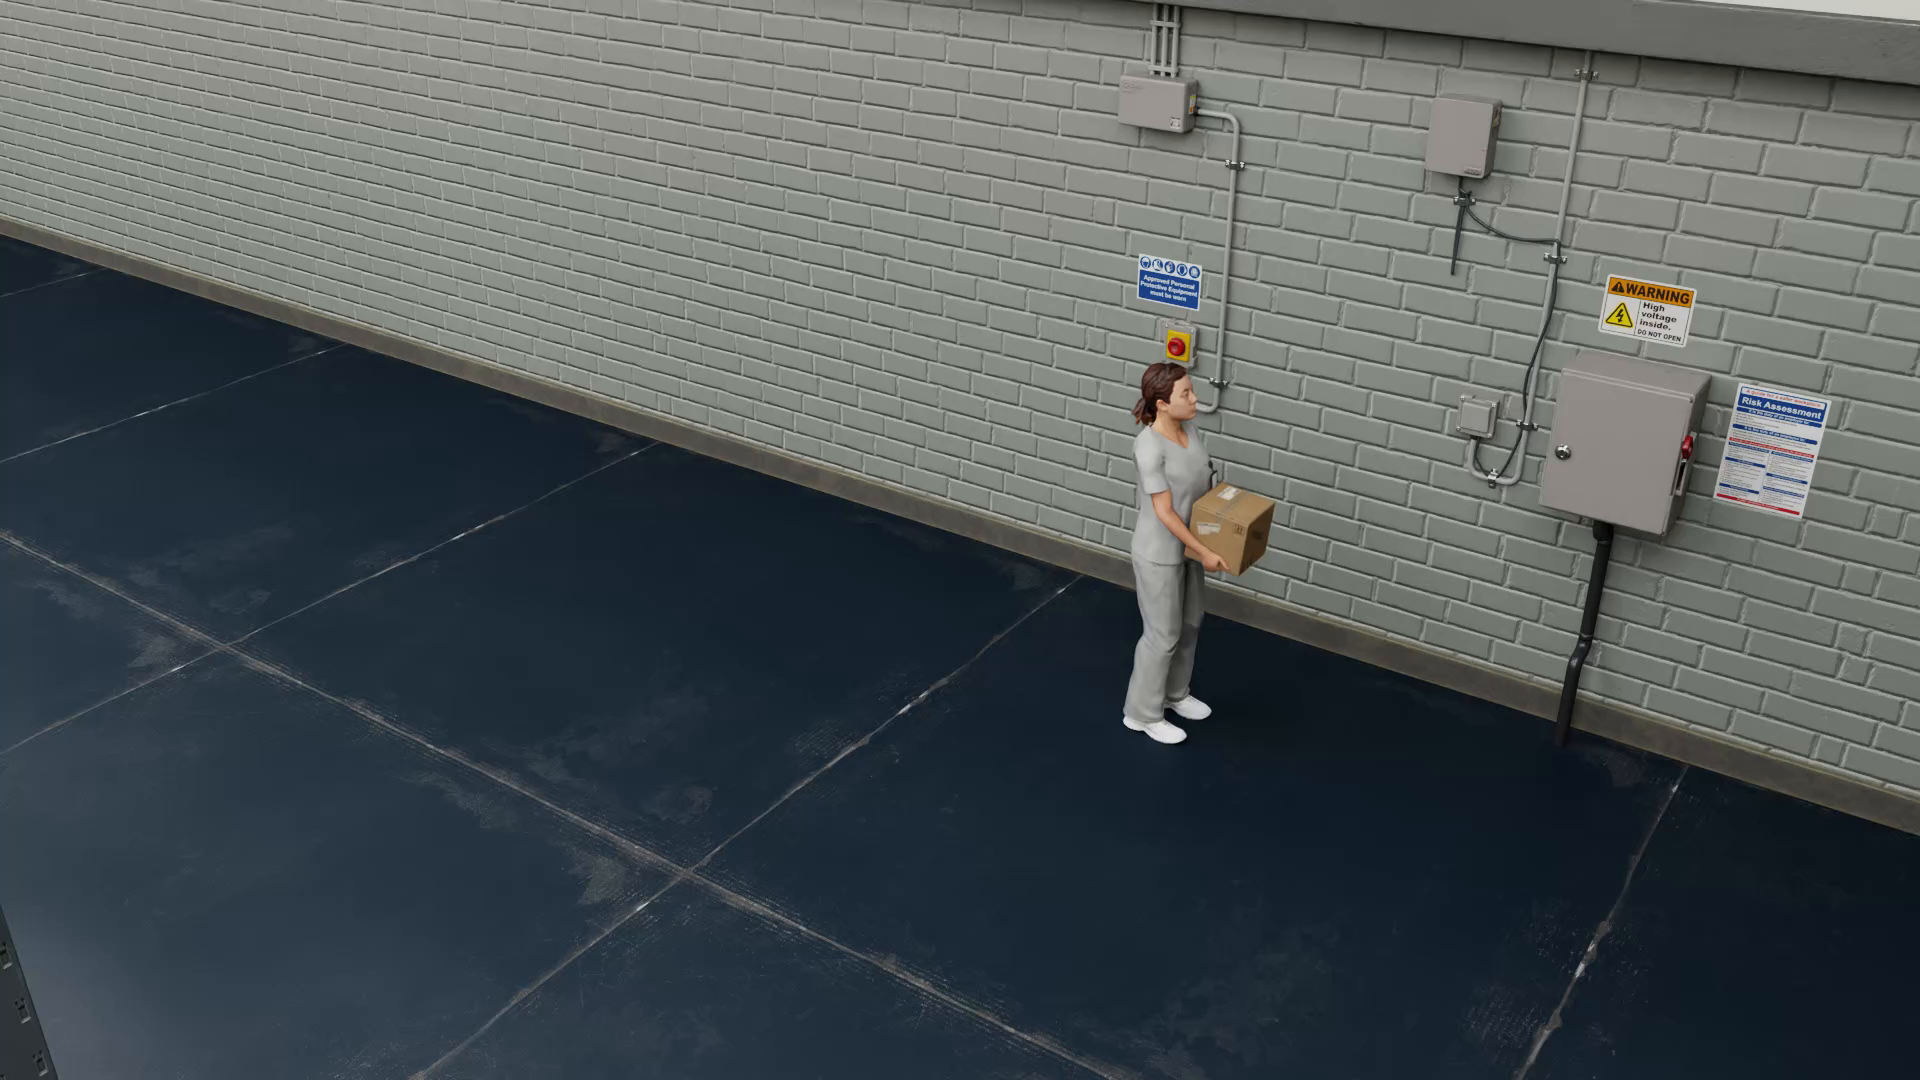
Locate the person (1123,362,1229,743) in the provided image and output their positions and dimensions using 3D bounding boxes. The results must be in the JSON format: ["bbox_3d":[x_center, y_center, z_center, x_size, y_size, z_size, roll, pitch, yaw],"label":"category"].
[{"bbox_3d":[0.942,0.066,7.001,0.552,1.662,0.438,18,32,31],"label":"person"}]
